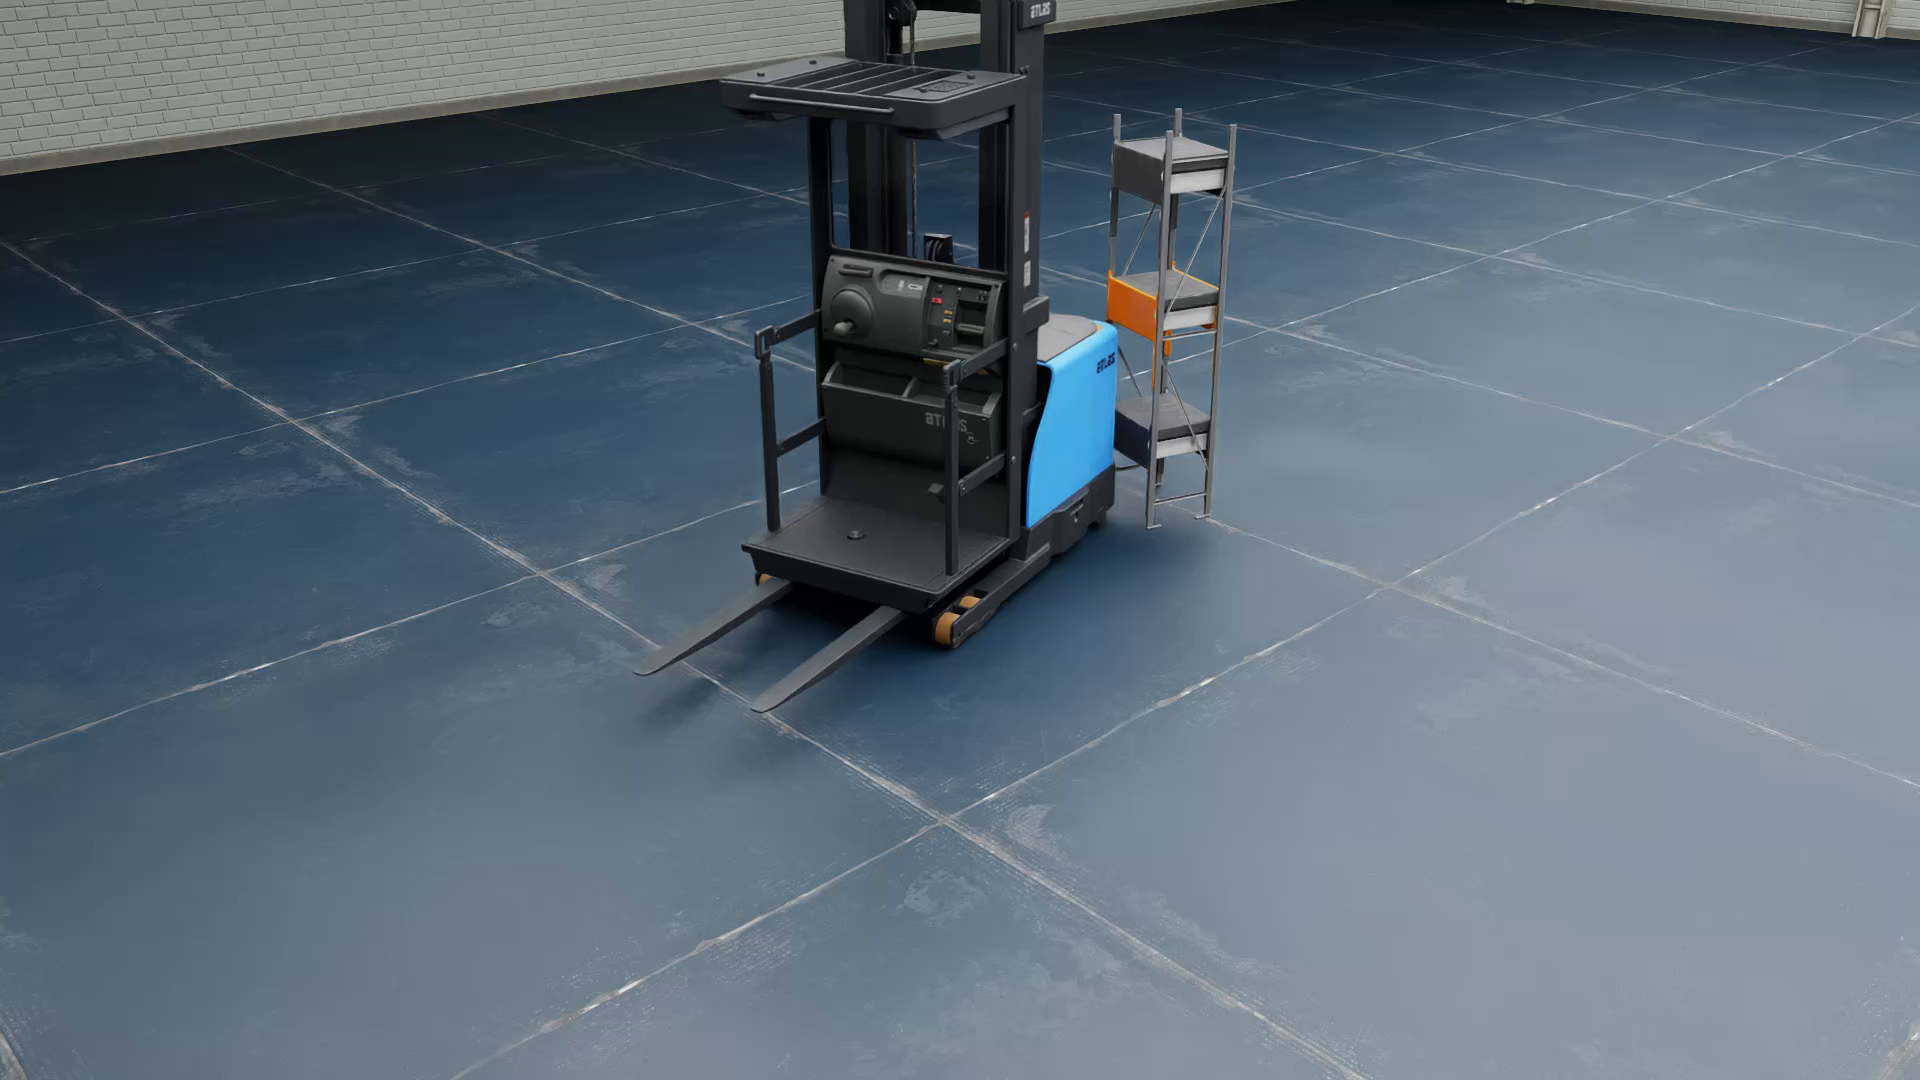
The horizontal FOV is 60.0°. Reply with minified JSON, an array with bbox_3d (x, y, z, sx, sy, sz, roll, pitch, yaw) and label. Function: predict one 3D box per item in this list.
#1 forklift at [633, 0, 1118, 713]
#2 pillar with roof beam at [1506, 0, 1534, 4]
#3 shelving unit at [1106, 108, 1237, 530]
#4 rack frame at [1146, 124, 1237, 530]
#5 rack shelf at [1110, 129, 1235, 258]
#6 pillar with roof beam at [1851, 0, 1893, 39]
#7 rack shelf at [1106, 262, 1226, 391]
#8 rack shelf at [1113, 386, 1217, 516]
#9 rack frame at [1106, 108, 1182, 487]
[{"bbox_3d":[-0.335,-1.051,7.522,1.130,2.935,3.031,13,28,27],"label":"forklift"},{"bbox_3d":[6.974,-12.572,25.467,9.100,9.000,0.400,-21,32,-38],"label":"pillar with roof beam"},{"bbox_3d":[1.068,-1.138,8.716,0.431,2.100,0.503,-12,27,-24],"label":"shelving unit"},{"bbox_3d":[1.175,-1.047,8.516,0.400,2.100,0.015,-12,27,-24],"label":"rack frame"},{"bbox_3d":[1.068,-1.763,8.431,0.431,0.518,0.480,-12,27,-24],"label":"rack shelf"},{"bbox_3d":[11.075,-10.755,21.482,9.100,9.000,0.400,-21,32,-38],"label":"pillar with roof beam"},{"bbox_3d":[1.068,-1.126,8.721,0.431,0.518,0.480,-12,27,-24],"label":"rack shelf"},{"bbox_3d":[1.068,-0.489,9.012,0.431,0.518,0.480,-12,27,-24],"label":"rack shelf"},{"bbox_3d":[0.960,-1.229,8.915,0.400,2.100,0.015,-12,27,-24],"label":"rack frame"}]
